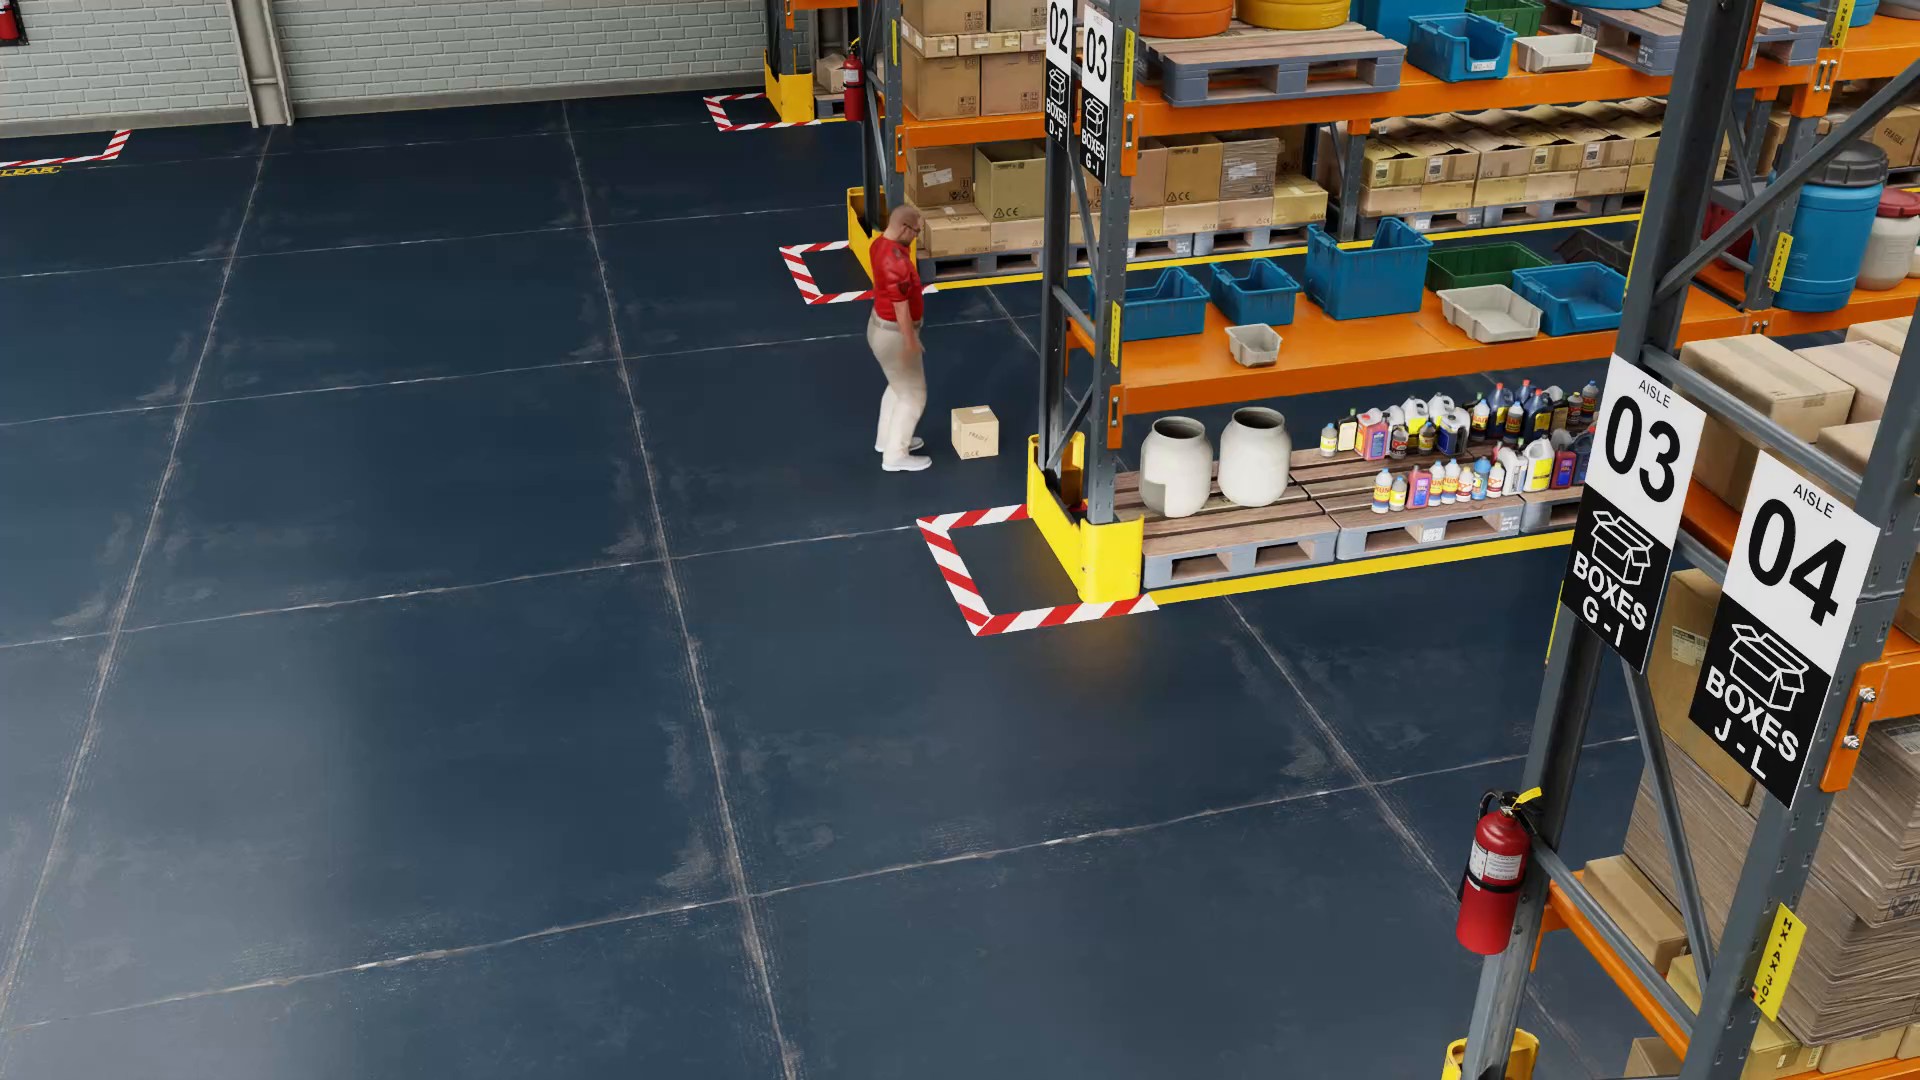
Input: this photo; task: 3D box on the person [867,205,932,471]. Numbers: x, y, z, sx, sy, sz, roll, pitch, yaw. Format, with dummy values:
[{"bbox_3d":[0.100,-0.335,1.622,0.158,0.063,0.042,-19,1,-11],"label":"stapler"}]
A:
[{"bbox_3d":[-0.394,-1.284,10.510,0.377,1.704,0.544,-7,31,-12],"label":"person"}]
